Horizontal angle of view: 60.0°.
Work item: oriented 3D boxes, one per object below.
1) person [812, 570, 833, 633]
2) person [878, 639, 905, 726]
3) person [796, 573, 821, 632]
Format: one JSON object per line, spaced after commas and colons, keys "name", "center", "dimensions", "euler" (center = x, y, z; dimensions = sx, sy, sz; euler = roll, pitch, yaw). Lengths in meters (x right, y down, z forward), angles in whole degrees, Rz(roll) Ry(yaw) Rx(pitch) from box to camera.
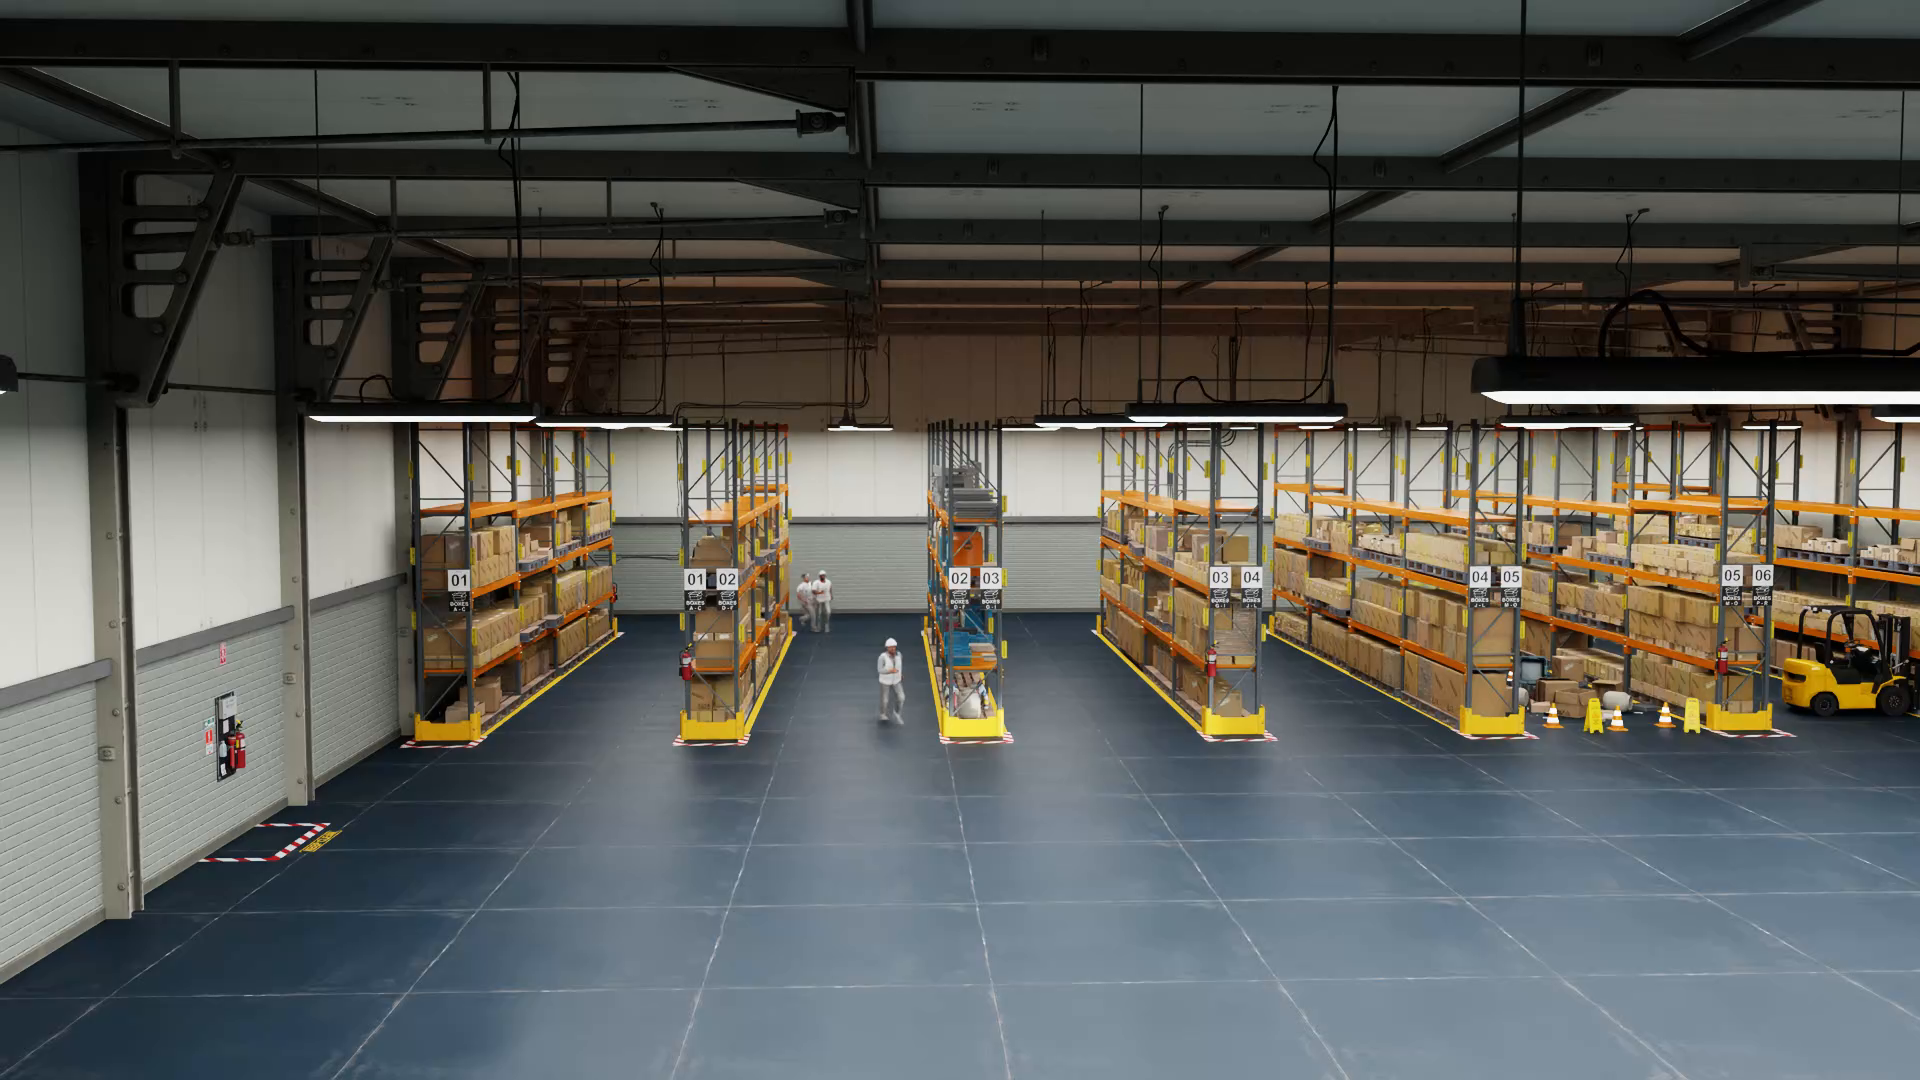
{"name": "person", "center": [-3.953, 1.777, 47.890], "dimensions": [0.668, 1.824, 0.847], "euler": [-1, 4, -20]}
{"name": "person", "center": [-1.371, 2.770, 32.569], "dimensions": [0.592, 1.722, 0.953], "euler": [-1, 4, -21]}
{"name": "person", "center": [-4.427, 1.796, 48.045], "dimensions": [0.726, 1.724, 0.644], "euler": [2, 4, 27]}
